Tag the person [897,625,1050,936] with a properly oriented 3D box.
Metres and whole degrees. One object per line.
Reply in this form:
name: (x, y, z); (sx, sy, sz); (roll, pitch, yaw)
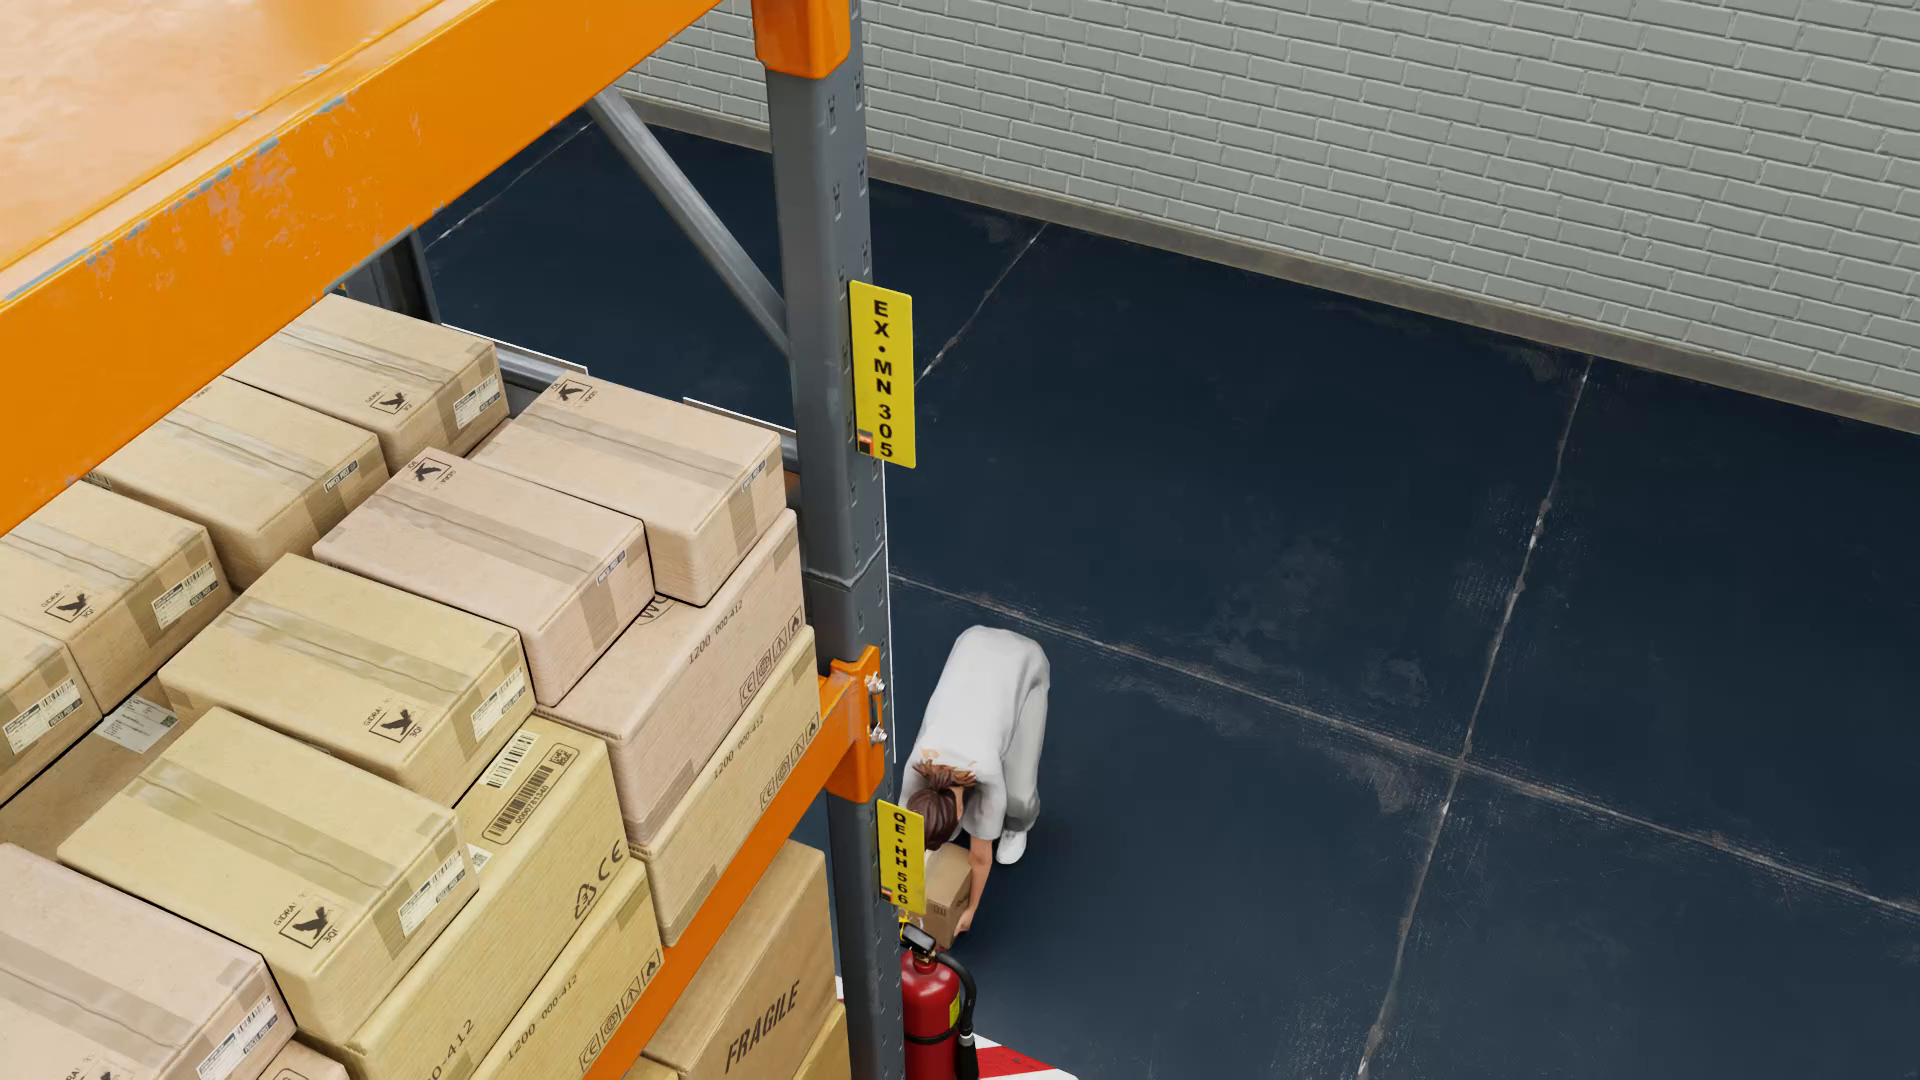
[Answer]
person: (0.038, 0.838, 5.817); (0.471, 0.893, 0.849); (15, 44, 16)
